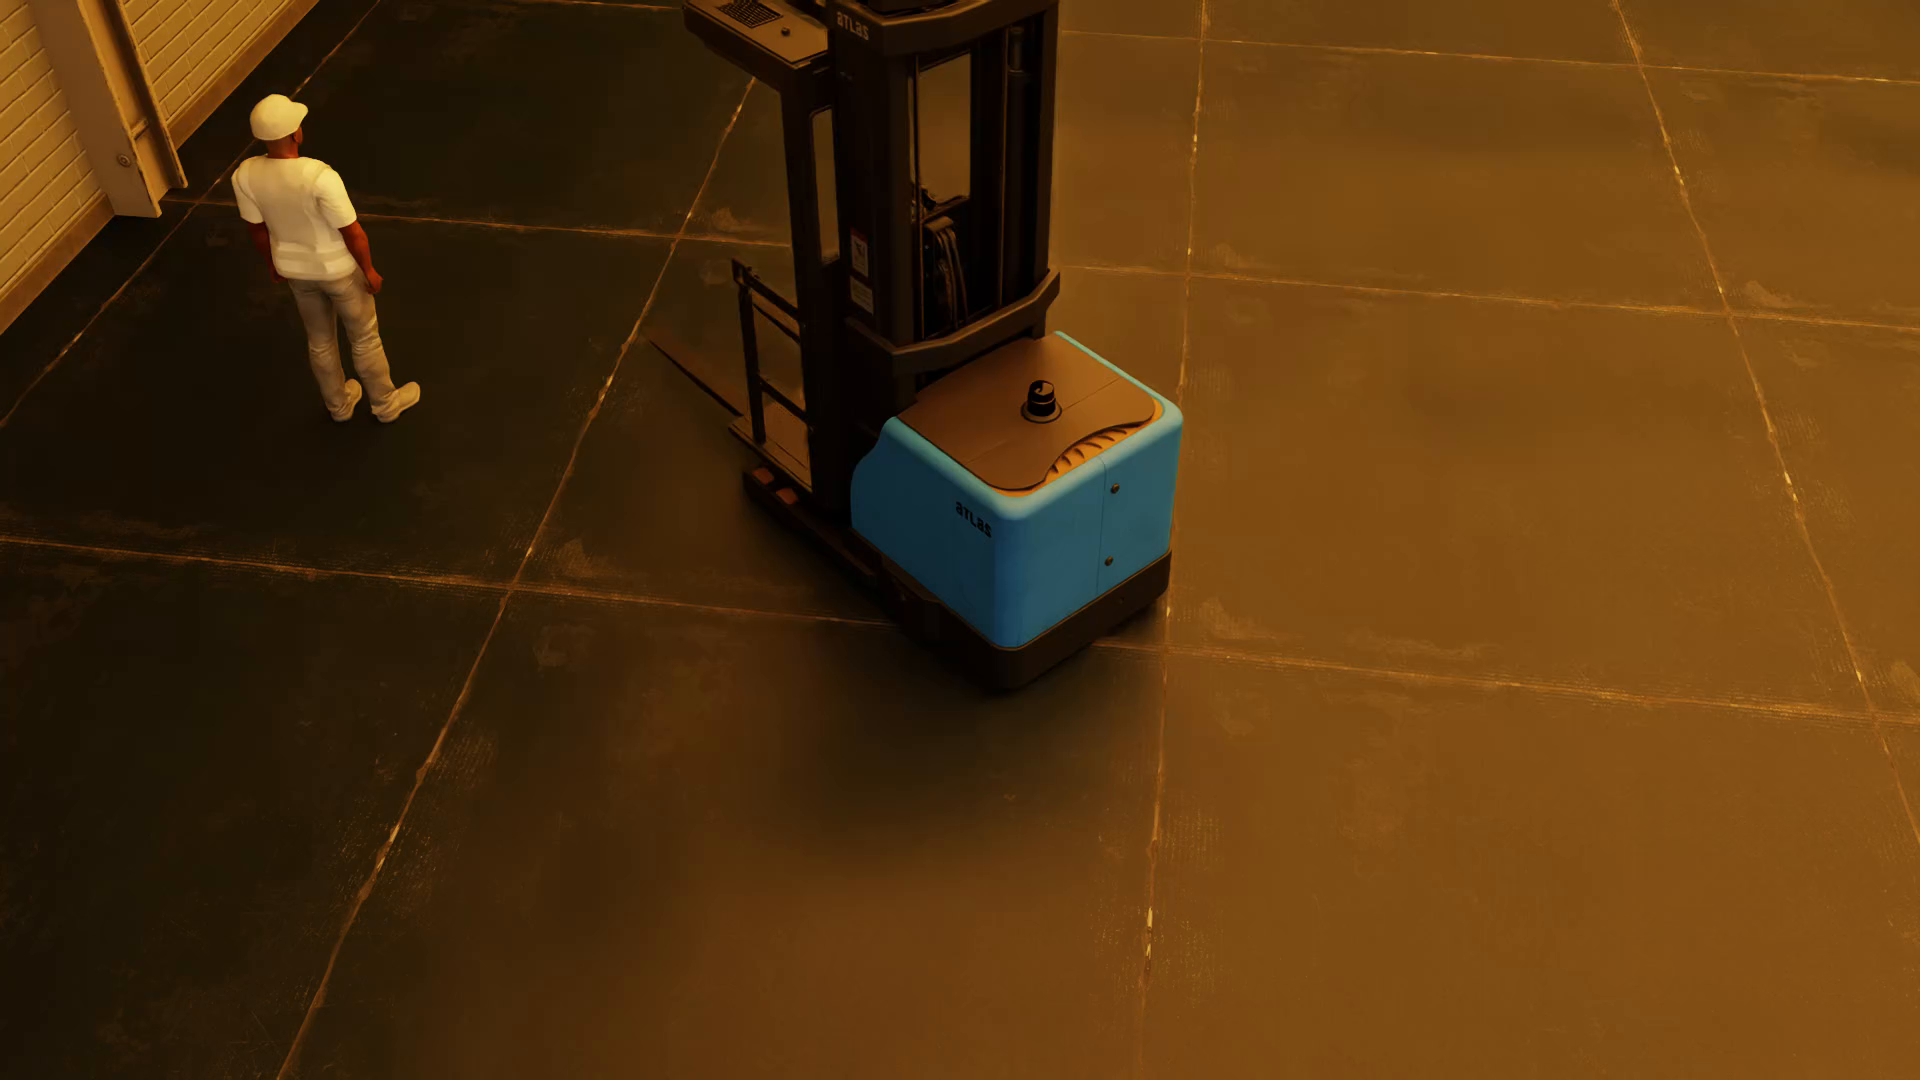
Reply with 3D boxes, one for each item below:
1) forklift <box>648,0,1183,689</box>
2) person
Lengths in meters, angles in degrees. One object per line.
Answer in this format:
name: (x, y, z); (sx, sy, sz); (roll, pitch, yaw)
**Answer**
forklift: (-0.399, -1.367, 7.213); (1.130, 2.935, 3.031); (-30, 51, -29)
person: (-3.079, -1.338, 8.040); (0.564, 1.771, 0.370); (6, 43, 6)
